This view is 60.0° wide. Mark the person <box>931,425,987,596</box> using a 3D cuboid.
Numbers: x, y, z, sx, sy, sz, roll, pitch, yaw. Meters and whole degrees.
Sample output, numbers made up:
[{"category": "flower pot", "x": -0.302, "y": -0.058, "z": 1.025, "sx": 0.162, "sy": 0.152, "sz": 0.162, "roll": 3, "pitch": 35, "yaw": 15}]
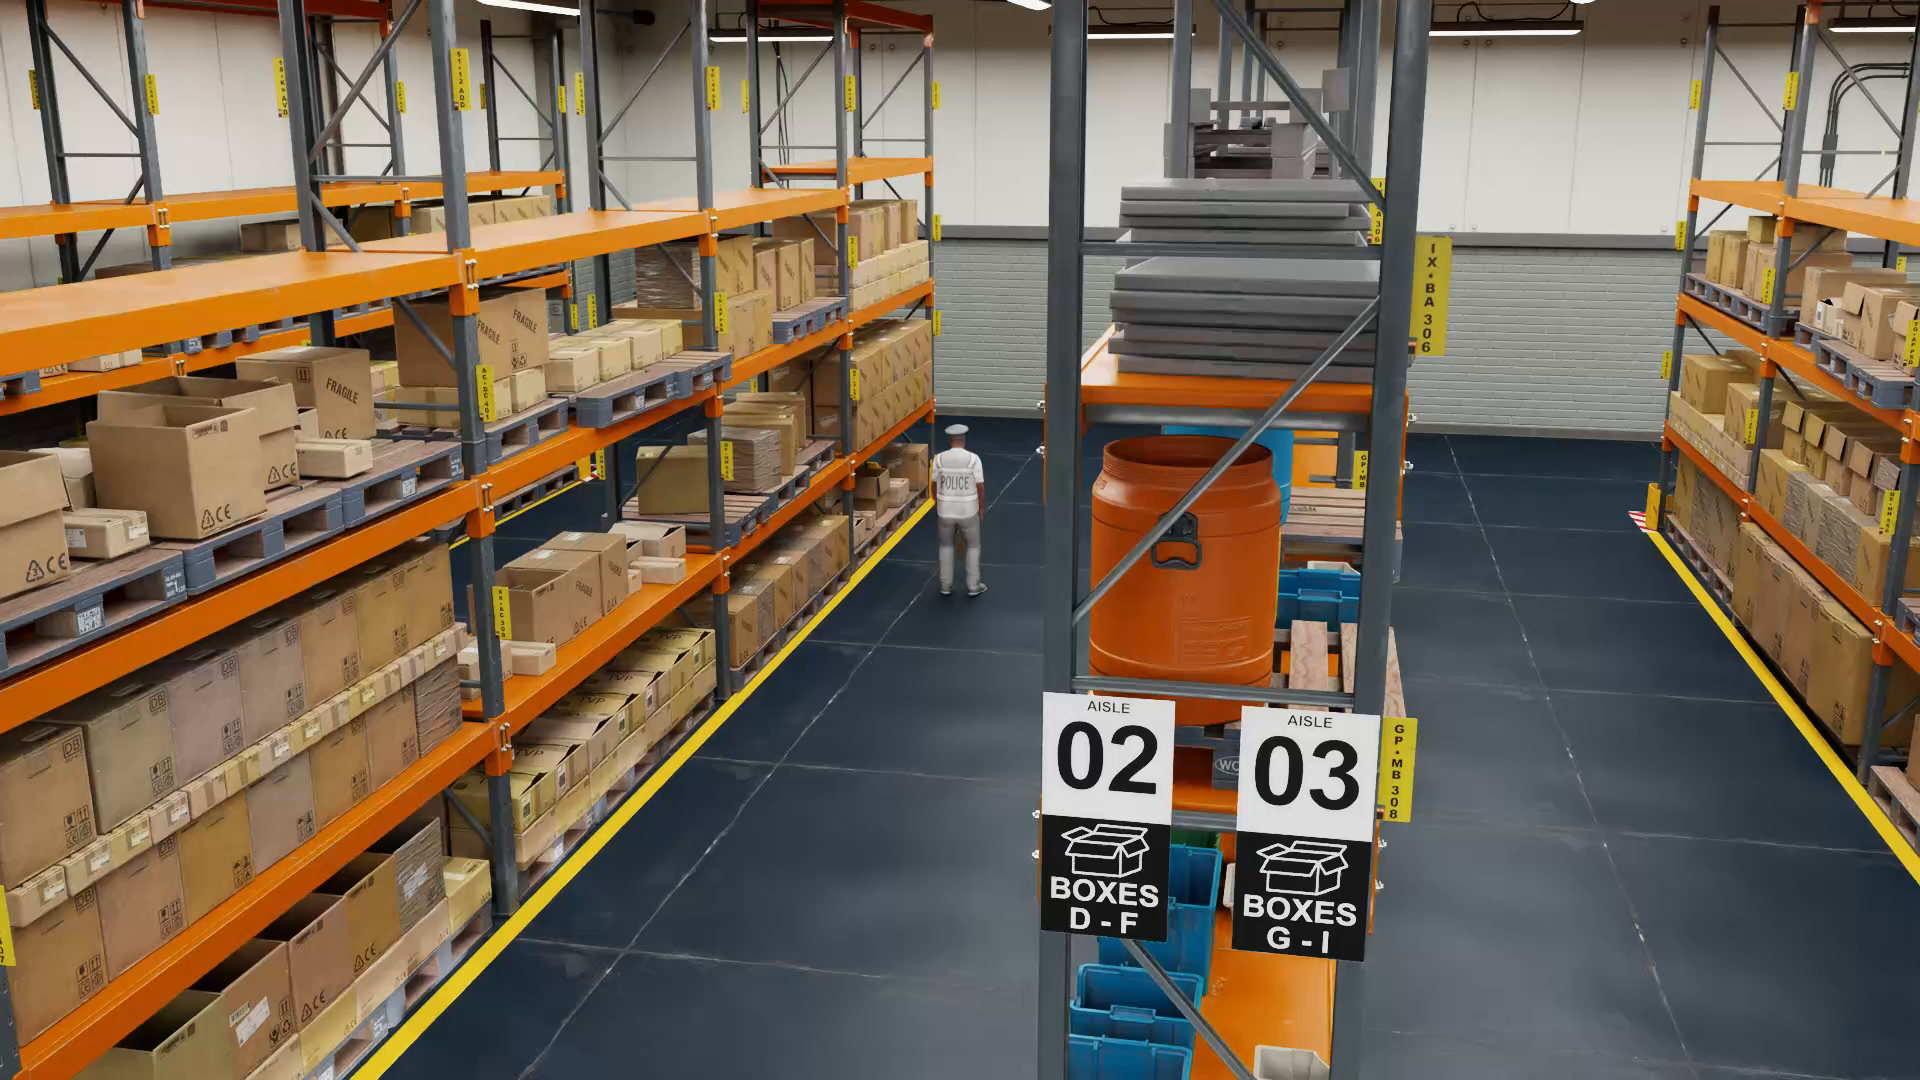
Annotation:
[{"category": "person", "x": -0.019, "y": -0.295, "z": 17.119, "sx": 0.561, "sy": 1.754, "sz": 0.434, "roll": 3, "pitch": 15, "yaw": 10}]
